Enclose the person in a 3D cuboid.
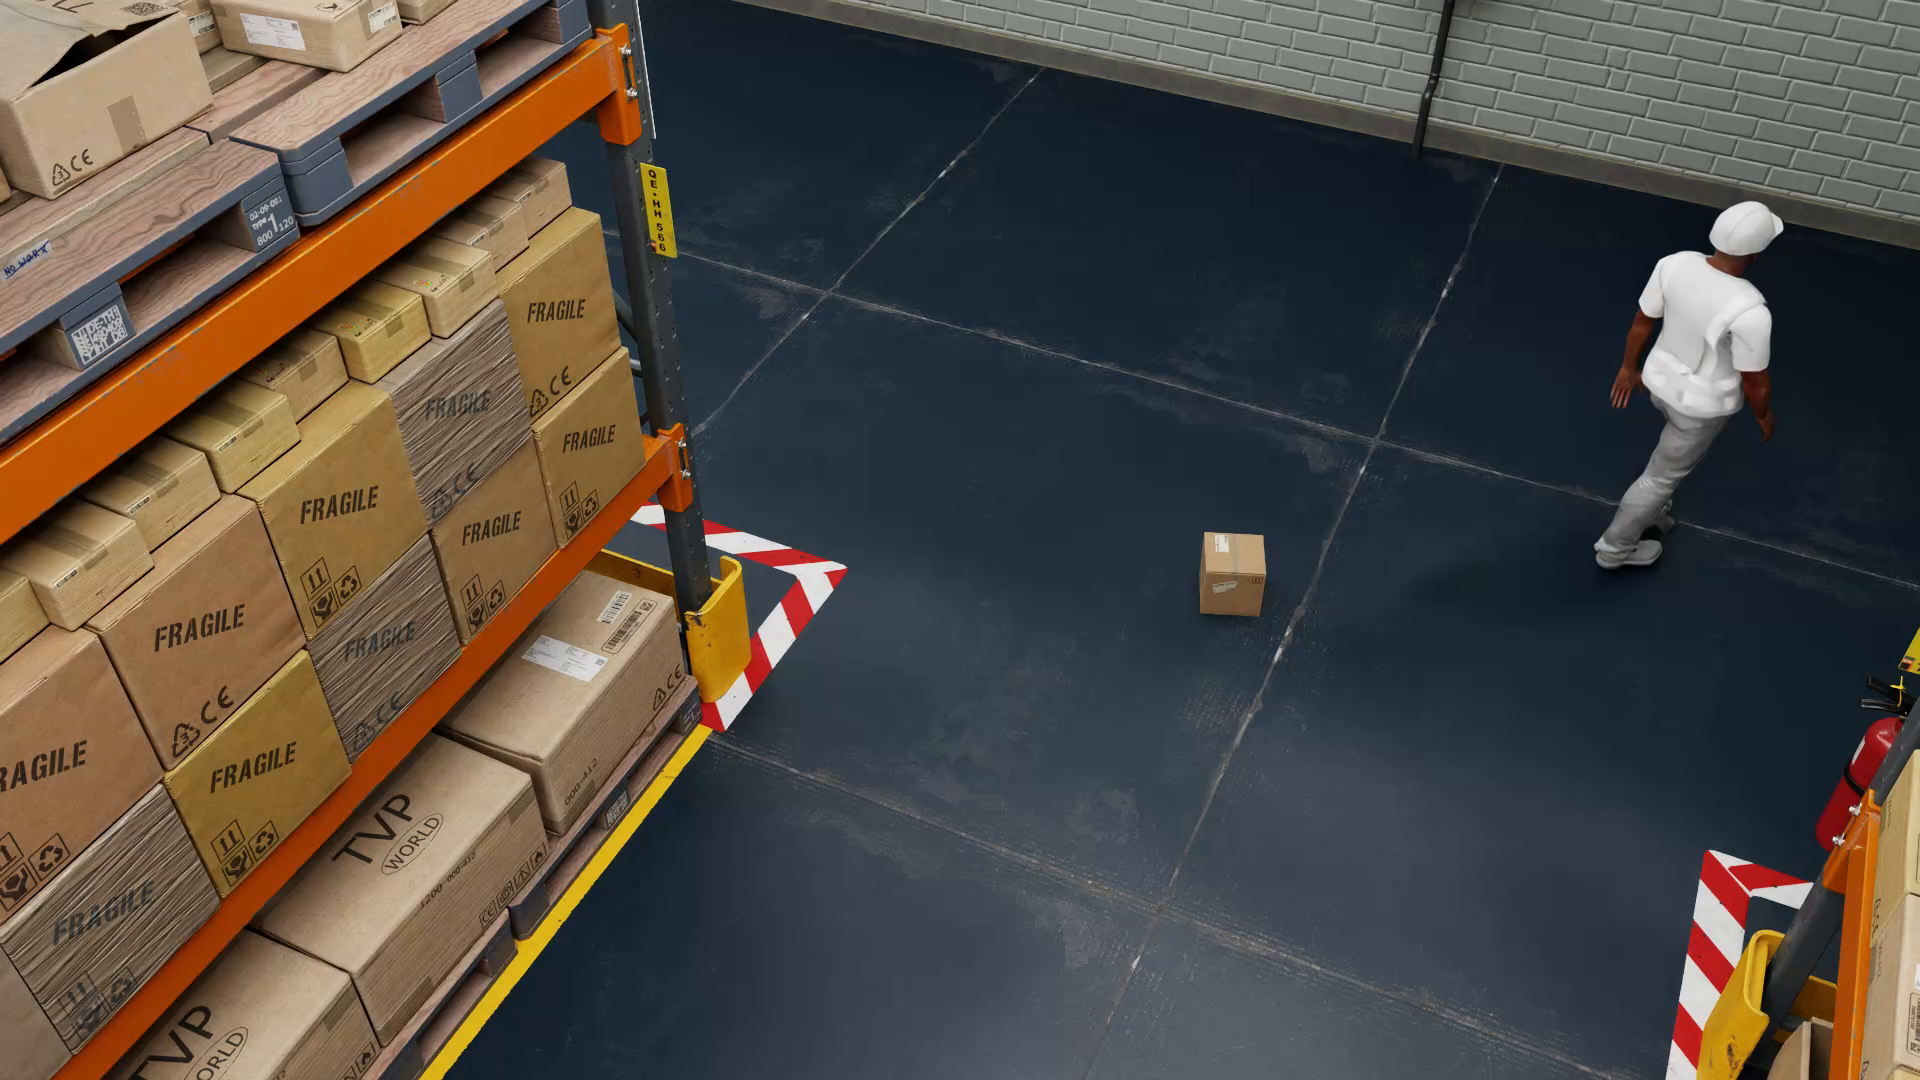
[{"bbox_3d":[3.035,-0.589,6.825,0.580,1.829,0.568,-13,43,-14],"label":"person"}]
